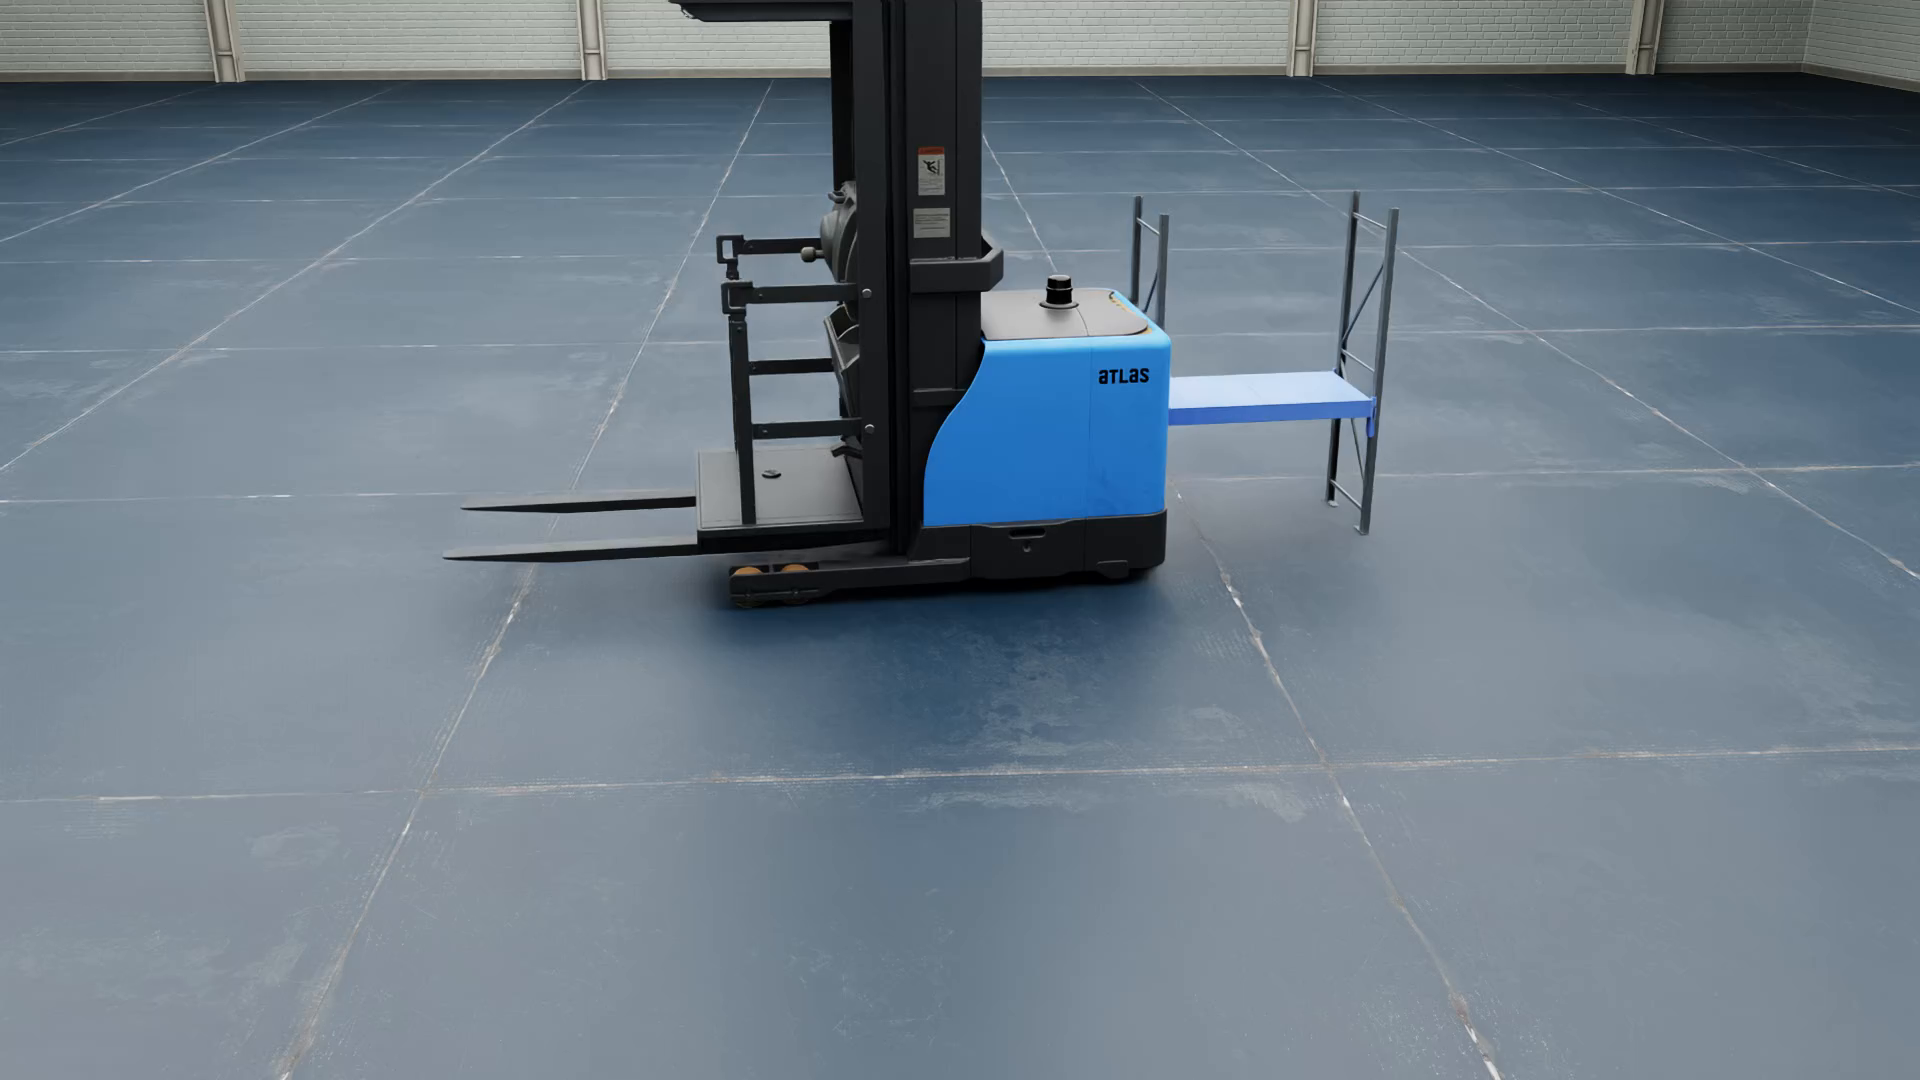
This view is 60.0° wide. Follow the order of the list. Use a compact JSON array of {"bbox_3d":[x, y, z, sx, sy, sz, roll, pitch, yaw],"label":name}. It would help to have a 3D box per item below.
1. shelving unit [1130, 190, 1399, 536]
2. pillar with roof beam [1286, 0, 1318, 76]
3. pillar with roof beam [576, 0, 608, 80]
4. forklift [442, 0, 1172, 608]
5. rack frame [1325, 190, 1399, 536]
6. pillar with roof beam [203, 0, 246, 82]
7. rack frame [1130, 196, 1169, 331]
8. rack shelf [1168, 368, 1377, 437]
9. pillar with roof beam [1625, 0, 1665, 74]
[{"bbox_3d":[1.334,-0.784,7.571,1.048,1.500,0.538,-3,21,-8],"label":"shelving unit"},{"bbox_3d":[6.084,-10.676,23.014,0.400,9.000,9.100,-1,21,-3],"label":"pillar with roof beam"},{"bbox_3d":[-5.896,-10.432,22.374,0.400,9.000,9.100,-1,21,-3],"label":"pillar with roof beam"},{"bbox_3d":[-0.676,-1.290,6.890,3.031,2.935,1.130,-3,21,-8],"label":"forklift"},{"bbox_3d":[1.837,-0.810,7.641,0.032,1.500,0.500,-3,21,-8],"label":"rack frame"},{"bbox_3d":[-11.886,-10.310,22.054,0.400,9.000,9.100,-1,21,-3],"label":"pillar with roof beam"},{"bbox_3d":[0.831,-0.757,7.502,0.032,1.500,0.500,-3,21,-8],"label":"rack frame"},{"bbox_3d":[1.334,-0.616,7.635,1.000,0.185,0.538,-3,21,-8],"label":"rack shelf"},{"bbox_3d":[12.075,-10.797,23.334,0.400,9.000,9.100,-1,21,-3],"label":"pillar with roof beam"}]
